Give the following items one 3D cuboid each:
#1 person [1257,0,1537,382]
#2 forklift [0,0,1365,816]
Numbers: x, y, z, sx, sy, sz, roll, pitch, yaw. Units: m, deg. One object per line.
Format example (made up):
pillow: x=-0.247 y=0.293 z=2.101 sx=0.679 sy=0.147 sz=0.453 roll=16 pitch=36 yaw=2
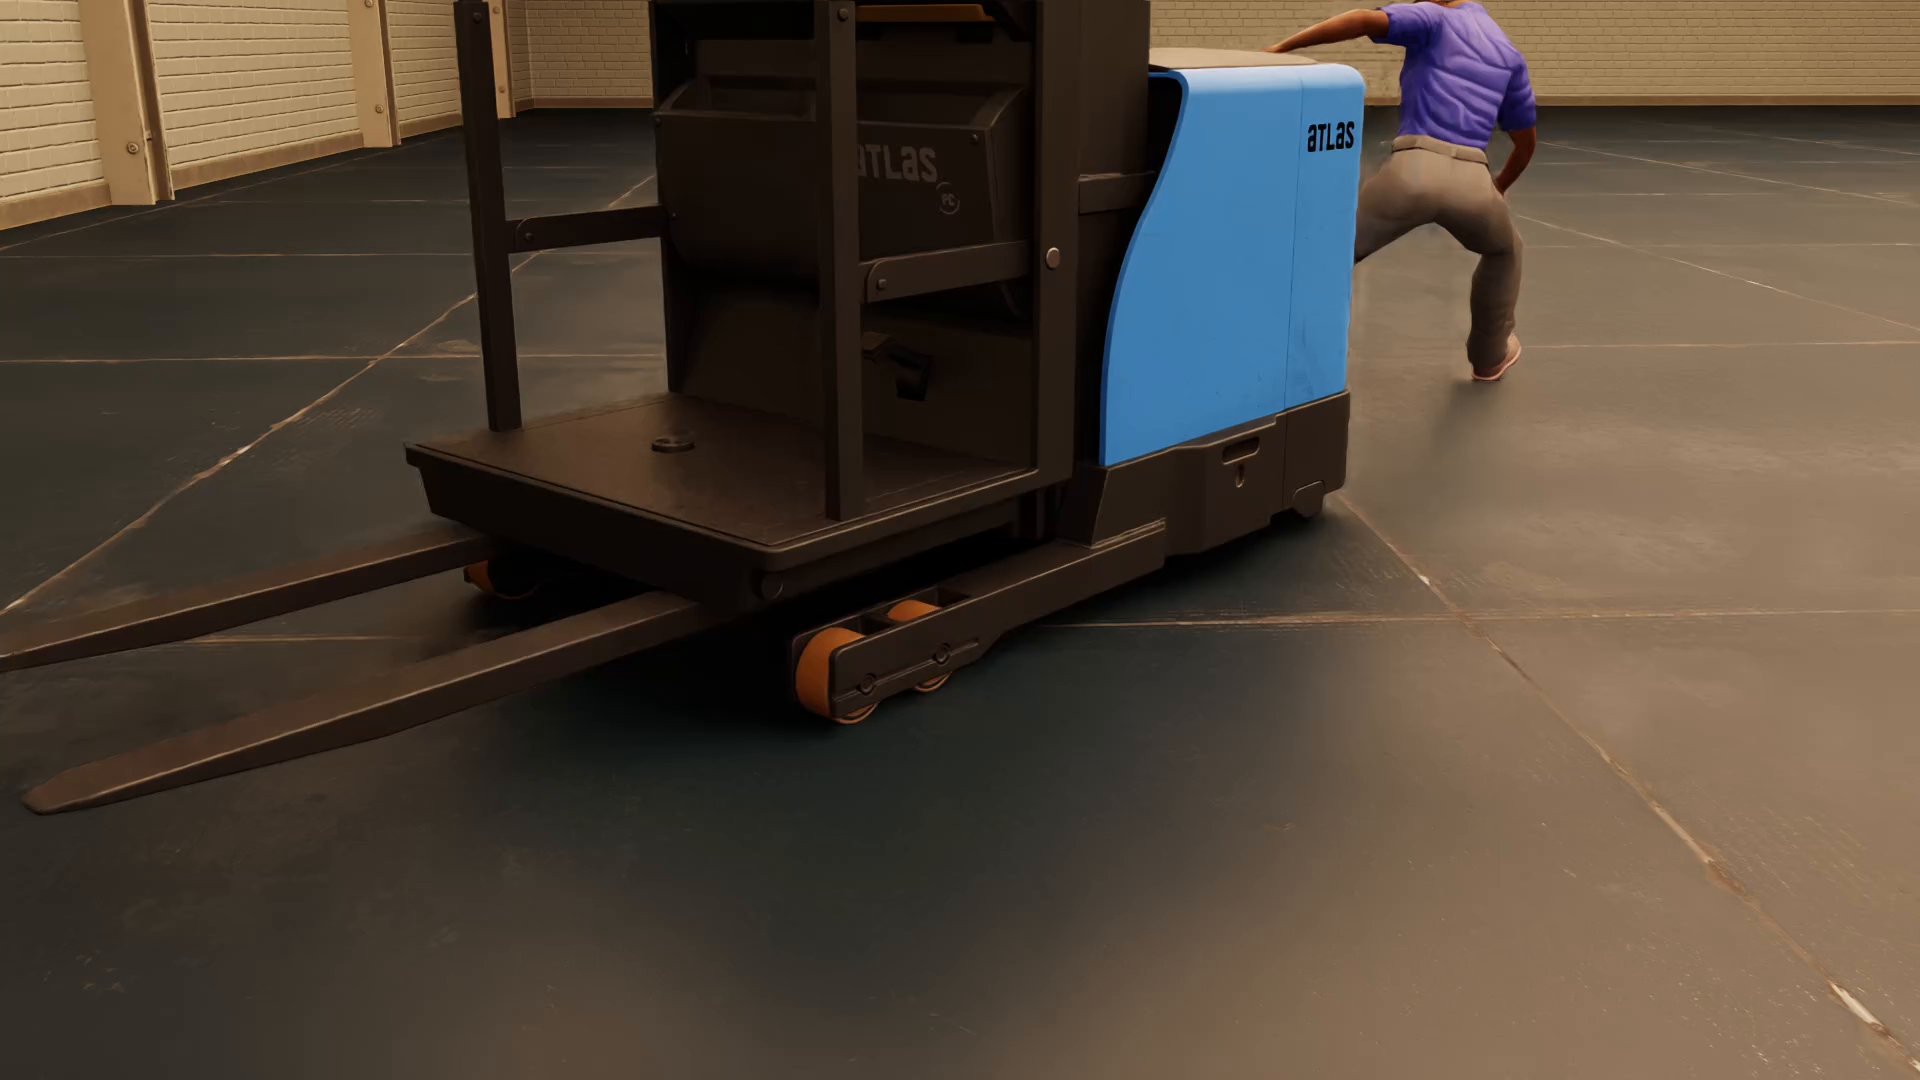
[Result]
person: x=1.409 y=-1.121 z=5.305 sx=1.199 sy=1.348 sz=0.721 roll=-2 pitch=17 yaw=-7
forklift: x=-0.393 y=-1.249 z=2.990 sx=1.130 sy=2.935 sz=3.031 roll=14 pitch=22 yaw=39
